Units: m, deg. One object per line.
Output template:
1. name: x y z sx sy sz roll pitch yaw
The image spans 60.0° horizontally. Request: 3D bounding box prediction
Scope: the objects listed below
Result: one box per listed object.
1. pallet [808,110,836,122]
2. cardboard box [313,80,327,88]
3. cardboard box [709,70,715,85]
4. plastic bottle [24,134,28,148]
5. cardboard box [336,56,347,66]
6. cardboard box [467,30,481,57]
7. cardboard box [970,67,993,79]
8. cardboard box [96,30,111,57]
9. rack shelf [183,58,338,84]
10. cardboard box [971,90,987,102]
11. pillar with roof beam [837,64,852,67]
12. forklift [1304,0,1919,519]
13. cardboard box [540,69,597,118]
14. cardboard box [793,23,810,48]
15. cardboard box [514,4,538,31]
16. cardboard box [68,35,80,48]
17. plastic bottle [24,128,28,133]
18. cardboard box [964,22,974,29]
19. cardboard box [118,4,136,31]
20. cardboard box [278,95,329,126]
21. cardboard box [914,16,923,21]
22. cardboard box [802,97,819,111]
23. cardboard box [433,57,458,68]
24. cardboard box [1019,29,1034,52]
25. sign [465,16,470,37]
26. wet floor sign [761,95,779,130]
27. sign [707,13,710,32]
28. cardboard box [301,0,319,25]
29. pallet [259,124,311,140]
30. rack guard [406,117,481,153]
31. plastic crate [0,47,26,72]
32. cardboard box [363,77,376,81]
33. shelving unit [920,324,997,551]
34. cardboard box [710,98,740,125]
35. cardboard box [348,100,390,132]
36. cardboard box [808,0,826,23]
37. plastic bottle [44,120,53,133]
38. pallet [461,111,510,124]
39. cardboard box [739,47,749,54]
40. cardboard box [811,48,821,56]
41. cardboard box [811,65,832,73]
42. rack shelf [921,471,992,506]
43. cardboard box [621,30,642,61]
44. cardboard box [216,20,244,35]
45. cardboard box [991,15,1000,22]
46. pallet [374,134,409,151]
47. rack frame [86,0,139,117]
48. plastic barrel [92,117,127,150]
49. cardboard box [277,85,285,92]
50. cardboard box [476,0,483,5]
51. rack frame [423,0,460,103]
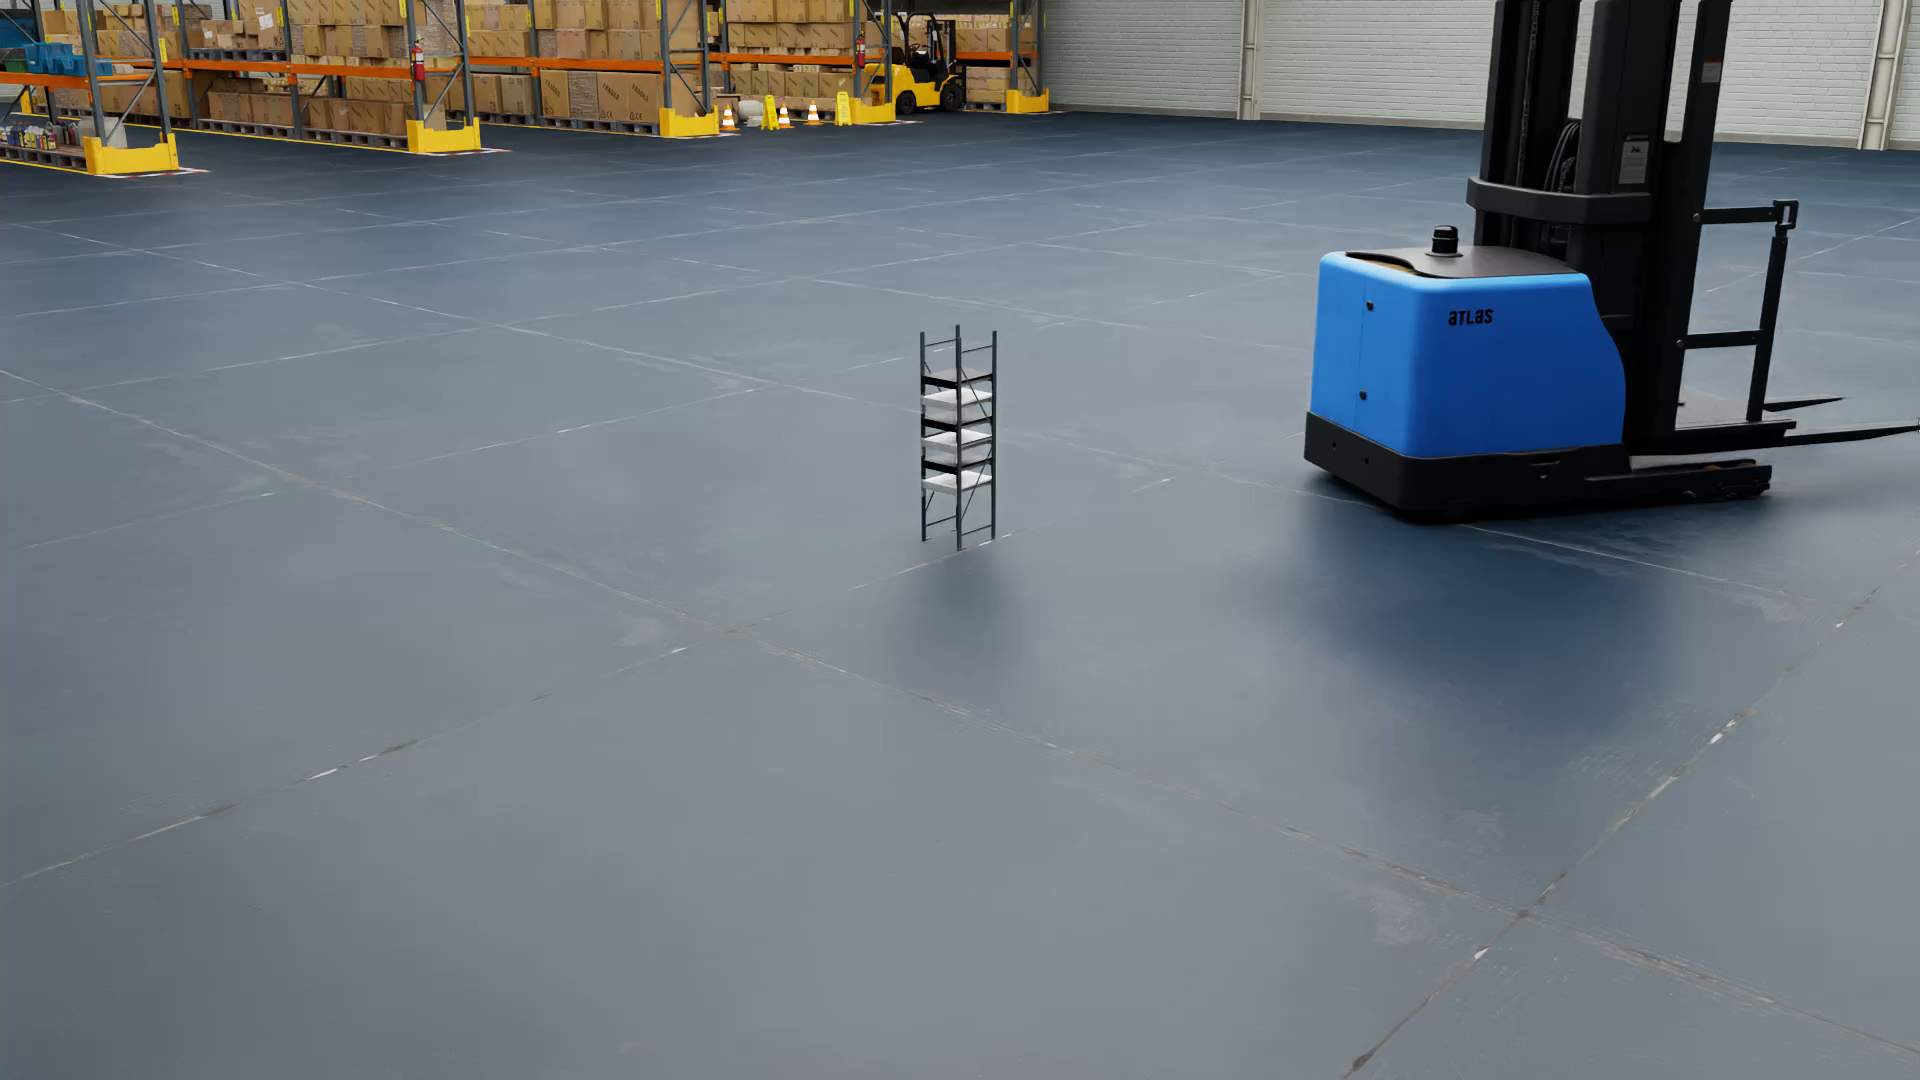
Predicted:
1. pallet: -2.417 -8.883 34.754 1.213 0.211 1.003 15 23 39
2. cardboard box: -14.618 -10.475 38.194 0.250 0.149 0.380 15 23 40
3. cardboard box: -6.472 -12.214 44.077 0.500 0.500 0.500 14 22 38
4. plastic bottle: -13.968 -5.986 24.914 0.097 0.201 0.097 0 18 0
5. cardboard box: -10.254 -8.058 27.958 0.250 0.149 0.380 15 23 39
6. cardboard box: -9.683 -10.085 33.766 0.500 0.500 0.500 15 23 39
7. cardboard box: 0.578 -10.639 37.874 0.500 0.250 0.500 16 23 40
8. cardboard box: -17.151 -10.092 33.787 0.500 0.500 0.500 15 23 39
9. rack shelf: -12.842 -8.646 30.585 4.000 0.370 1.077 15 23 39
10. cardboard box: 0.589 -10.164 38.031 0.500 0.250 0.500 15 23 39
11. pillar with roof beam: -5.752 -14.584 38.188 0.400 9.000 9.100 15 23 39
12. forklift: 3.257 -1.723 7.694 3.031 2.935 1.130 -5 18 -15
13. cardboard box: -7.554 -8.734 32.492 0.875 0.875 0.875 15 23 40
14. cardboard box: -3.108 -10.465 34.470 0.500 0.500 0.500 15 23 39
15. cardboard box: -8.353 -10.311 32.826 0.500 0.500 0.700 15 23 38
16. cardboard box: -18.223 -10.396 34.667 0.500 0.250 0.500 16 24 41
17. plastic bottle: -14.029 -6.061 25.033 0.097 0.271 0.097 0 18 0
18. cardboard box: 0.297 -11.719 37.840 0.250 0.149 0.380 14 22 38
19. cardboard box: -16.341 -10.452 33.264 0.637 0.503 0.797 15 23 40
20. cardboard box: -11.791 -7.733 29.926 0.500 0.500 0.700 13 22 35
21. cardboard box: -0.858 -12.164 38.753 0.250 0.149 0.380 16 23 40
22. cardboard box: -2.942 -9.123 34.750 0.500 0.250 0.500 15 23 39
23. cardboard box: -8.409 -7.775 27.068 0.250 0.149 0.380 15 23 39
24. cardboard box: 1.330 -11.360 37.782 0.500 0.500 0.500 16 24 41
25. sign: -7.994 -8.319 26.936 0.005 0.325 0.100 15 23 39
26. wet floor sign: -3.650 -8.206 31.901 0.232 0.644 0.267 11 20 30
27. sign: -4.613 -9.460 30.401 0.005 0.325 0.100 15 23 39
28. cardboard box: -10.803 -9.005 28.218 0.500 0.500 0.500 15 23 39
29. pallet: -11.929 -7.414 30.124 1.213 0.211 1.003 15 23 39
30. rack guard: -8.411 -6.608 27.106 0.348 0.500 1.175 15 23 39
31. plastic crate: -14.326 -7.303 25.267 0.504 0.338 0.767 15 23 39
32. cardboard box: -12.806 -10.243 36.628 0.500 0.250 0.500 16 24 41
33. shelving unit: -0.006 -0.431 6.981 0.210 0.900 0.258 15 23 39
34. cardboard box: -4.770 -8.616 33.429 0.637 0.503 0.797 0 18 2
35. cardboard box: -10.123 -7.286 28.550 0.500 0.500 0.500 13 22 34
36. cardboard box: -2.677 -10.848 34.026 0.500 0.500 0.700 15 23 40
37. plastic bottle: -14.056 -6.317 25.709 0.185 0.351 0.144 15 23 39
38. pallet: -9.522 -8.743 34.310 1.213 0.211 1.003 15 23 39
39. cardboard box: -4.522 -10.535 35.762 0.250 0.149 0.380 16 24 41
40. cardboard box: -2.851 -10.060 34.267 0.250 0.149 0.380 16 23 40
41. cardboard box: -2.868 -9.743 34.391 0.250 0.149 0.380 16 24 41
42. rack shelf: -0.006 -0.227 7.045 0.200 0.077 0.258 15 23 39
43. cardboard box: -5.720 -9.127 30.664 0.550 0.550 0.875 15 23 39
44. cardboard box: -13.423 -9.449 31.067 0.700 0.500 0.500 -14 22 -38
45. cardboard box: 0.903 -11.715 37.338 0.250 0.149 0.380 15 23 39
46. pallet: -8.995 -6.641 27.689 1.213 0.211 1.003 15 23 39
47. rack frame: -17.329 -10.193 34.272 0.127 3.000 1.000 15 23 39
48. plastic barrel: -12.185 -5.792 23.823 0.421 0.512 0.421 0 18 0
49. cardboard box: -15.941 -10.713 39.438 0.250 0.149 0.380 14 22 37
50. cardboard box: -11.911 -13.477 41.729 0.250 0.149 0.380 15 23 39
51. rack frame: -10.970 -10.492 35.213 0.127 3.000 1.000 15 23 39
